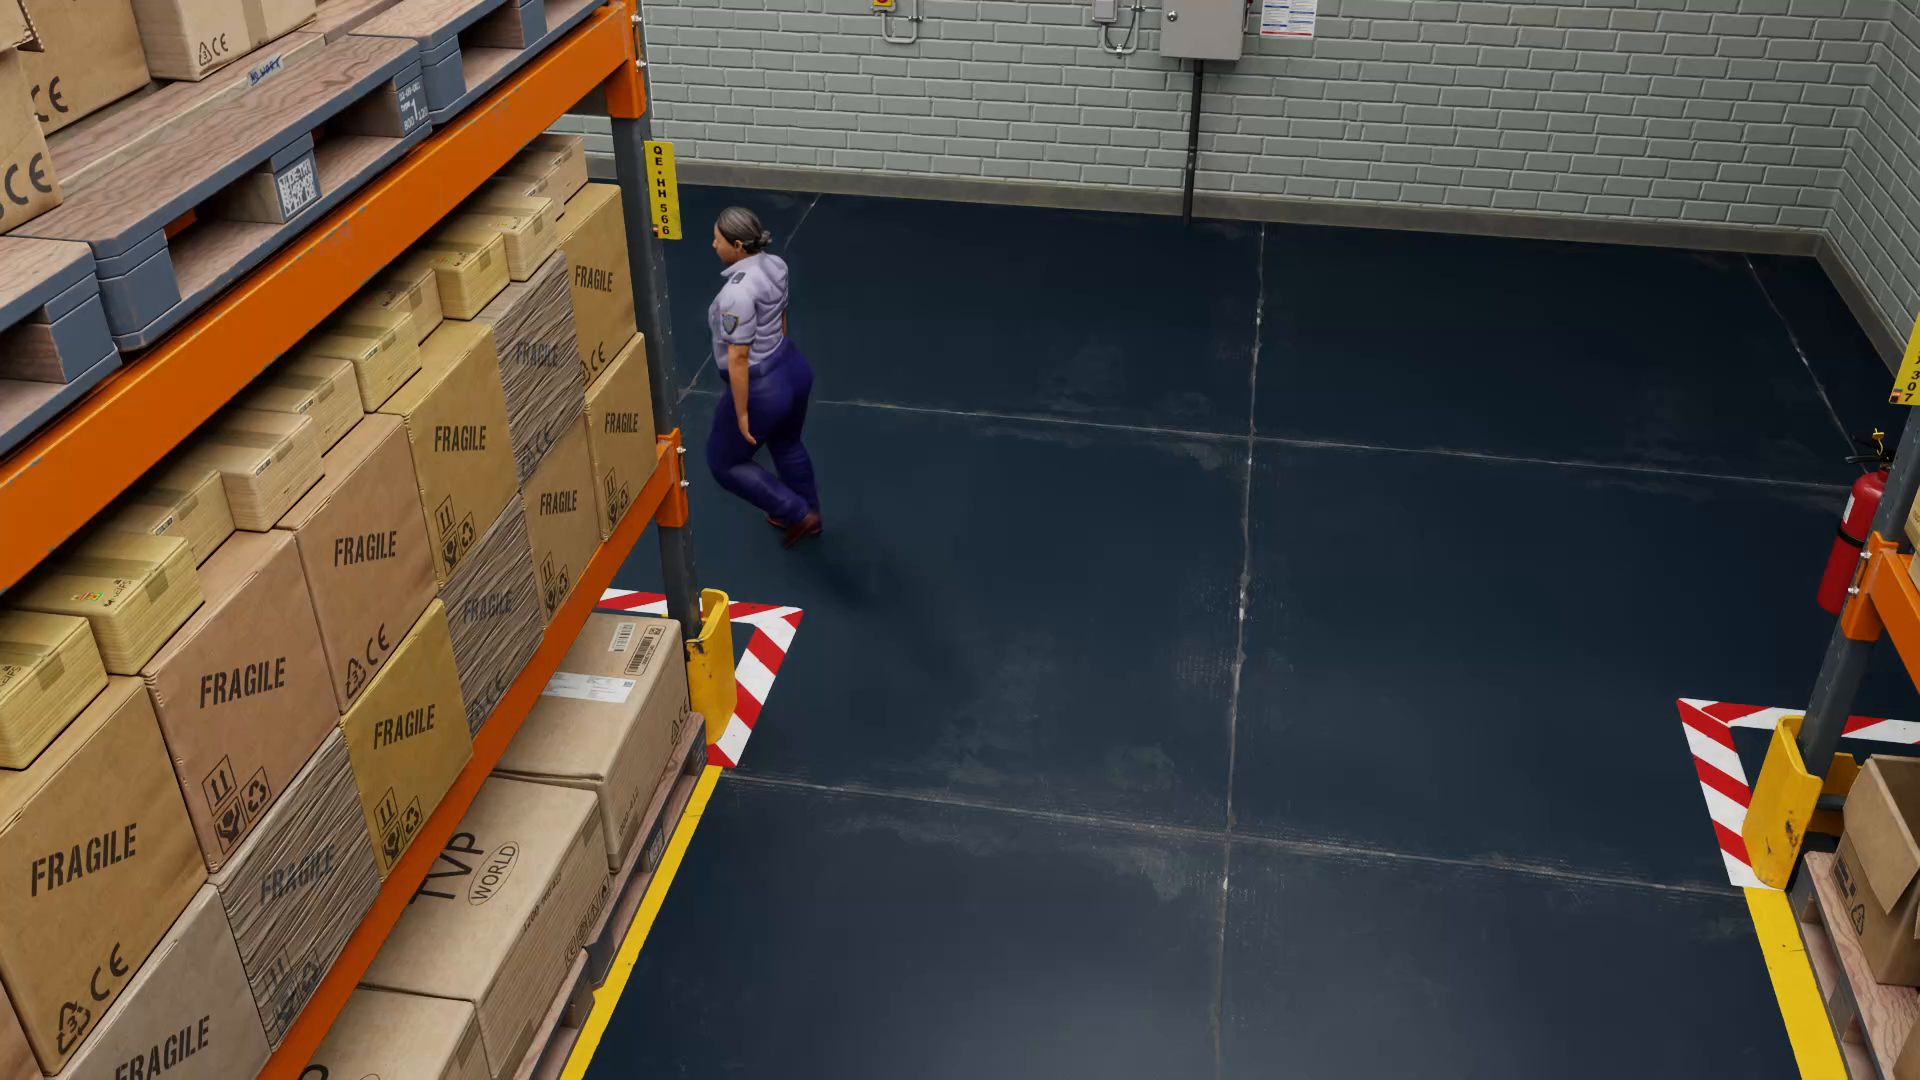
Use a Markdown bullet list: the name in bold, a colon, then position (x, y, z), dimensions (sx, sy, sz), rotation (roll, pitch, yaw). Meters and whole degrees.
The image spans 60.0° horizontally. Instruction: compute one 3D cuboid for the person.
- **person**: position (-0.828, -0.660, 7.155), dimensions (0.485, 1.627, 0.618), rotation (11, 34, 16)
